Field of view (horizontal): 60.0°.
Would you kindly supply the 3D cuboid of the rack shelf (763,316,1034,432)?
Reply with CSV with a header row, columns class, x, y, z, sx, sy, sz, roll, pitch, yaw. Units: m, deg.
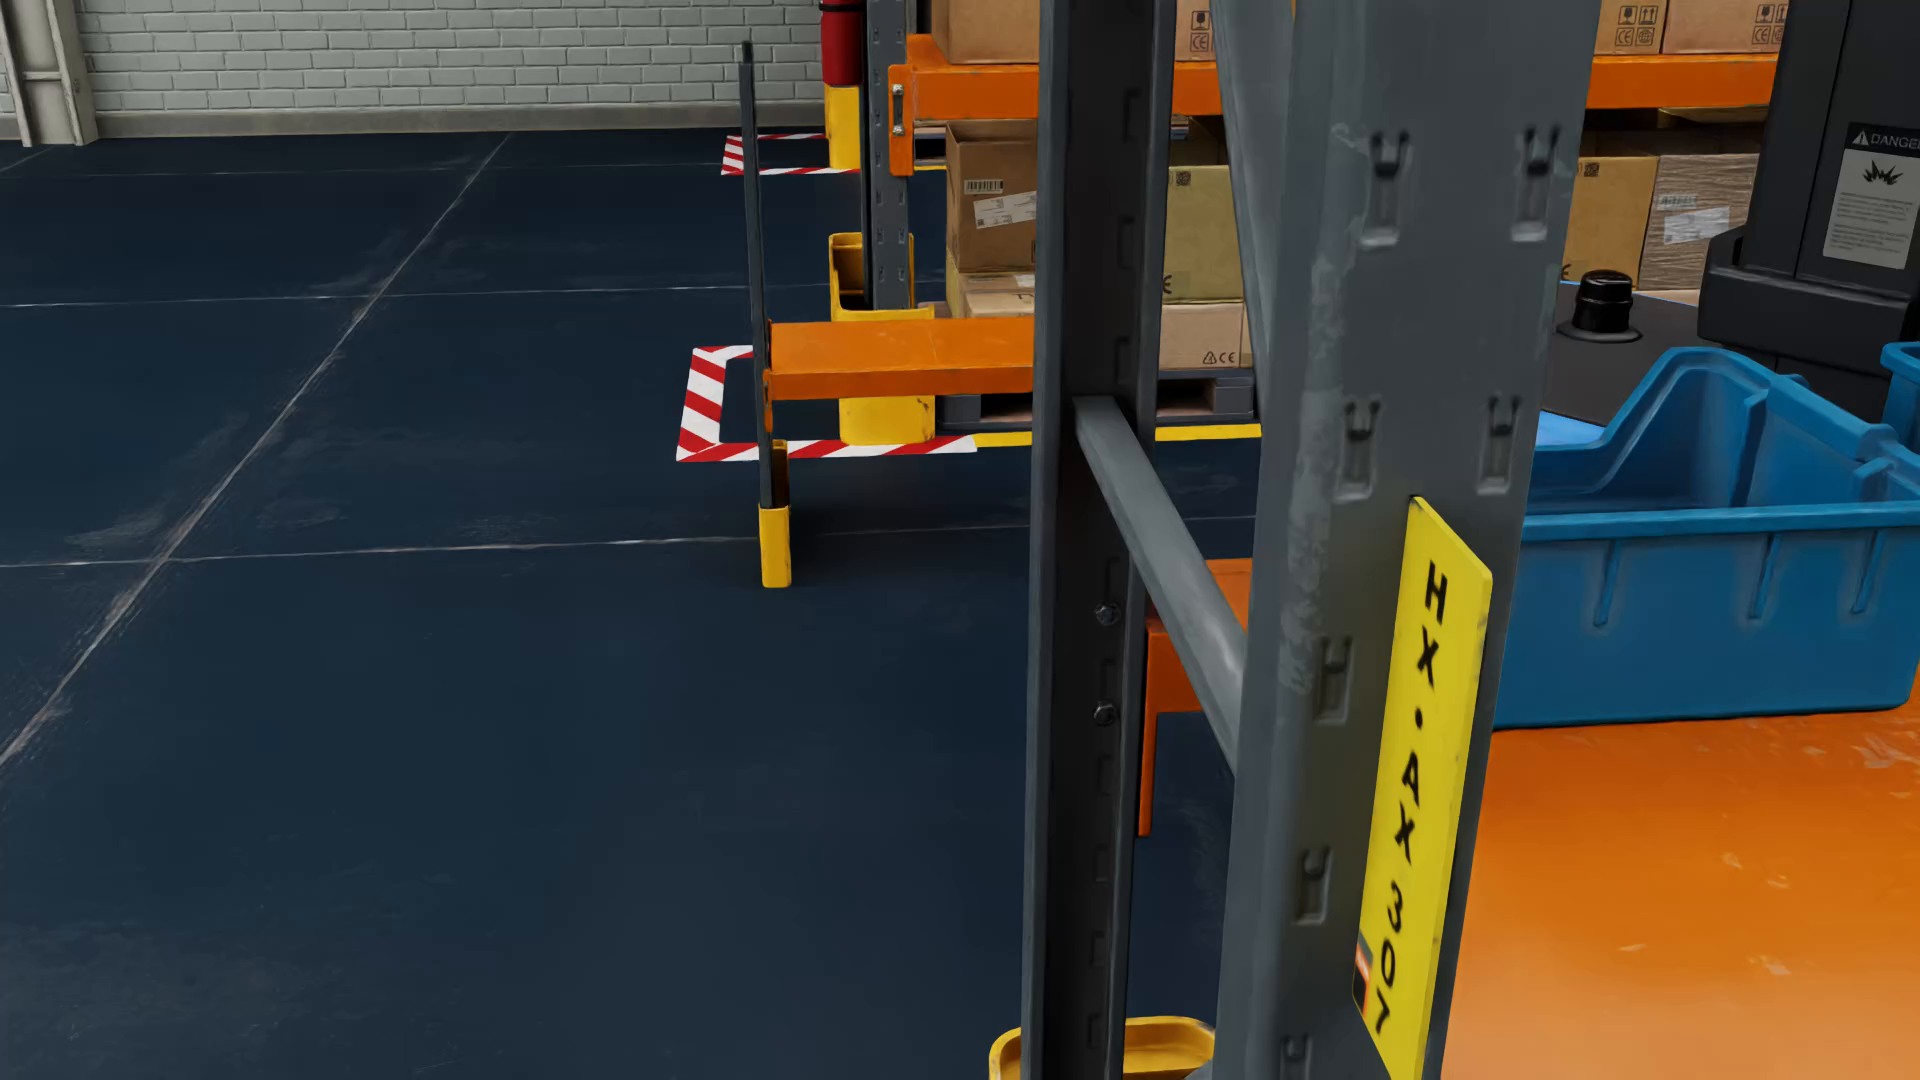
class,x,y,z,sx,sy,sz,roll,pitch,yaw
rack shelf,-0.085,-0.518,5.011,1.000,0.185,0.538,-2,24,-5

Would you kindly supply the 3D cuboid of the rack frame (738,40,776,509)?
class,x,y,z,sx,sy,sz,roll,pitch,yaw
rack frame,-0.591,-0.662,4.892,0.032,1.500,0.500,-2,24,-5

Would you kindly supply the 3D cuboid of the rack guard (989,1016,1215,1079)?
class,x,y,z,sx,sy,sz,roll,pitch,yaw
rack guard,0.264,1.169,2.004,0.348,0.500,1.175,-2,24,-5

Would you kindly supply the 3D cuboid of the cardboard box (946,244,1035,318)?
class,x,y,z,sx,sy,sz,roll,pitch,yaw
cardboard box,0.215,-1.030,6.742,0.500,0.250,0.500,-2,24,-5

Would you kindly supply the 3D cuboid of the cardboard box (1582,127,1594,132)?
class,x,y,z,sx,sy,sz,roll,pitch,yaw
cardboard box,2.203,-1.459,6.785,0.500,0.500,0.500,-2,24,-5

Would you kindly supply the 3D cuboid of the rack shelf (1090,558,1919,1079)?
class,x,y,z,sx,sy,sz,roll,pitch,yaw
rack shelf,2.183,0.298,1.773,4.000,0.370,1.077,-2,24,-5

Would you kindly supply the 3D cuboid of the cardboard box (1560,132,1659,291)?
class,x,y,z,sx,sy,sz,roll,pitch,yaw
cardboard box,2.255,-1.248,6.309,0.500,0.500,0.500,-2,24,-5

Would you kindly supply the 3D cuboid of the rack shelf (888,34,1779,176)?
class,x,y,z,sx,sy,sz,roll,pitch,yaw
rack shelf,1.700,-1.704,6.277,4.000,0.370,1.077,-2,24,-5

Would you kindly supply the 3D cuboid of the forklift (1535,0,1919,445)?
class,x,y,z,sx,sy,sz,roll,pitch,yaw
forklift,2.122,-0.440,2.631,1.130,2.935,3.031,-21,32,-39

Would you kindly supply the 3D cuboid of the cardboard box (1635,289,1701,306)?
class,x,y,z,sx,sy,sz,roll,pitch,yaw
cardboard box,2.752,-0.926,6.508,0.500,0.250,0.500,-2,24,-5

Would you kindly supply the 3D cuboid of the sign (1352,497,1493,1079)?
class,x,y,z,sx,sy,sz,roll,pitch,yaw
sign,0.243,0.145,0.890,0.005,0.325,0.100,-2,24,-5

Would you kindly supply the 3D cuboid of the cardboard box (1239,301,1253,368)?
class,x,y,z,sx,sy,sz,roll,pitch,yaw
cardboard box,1.260,-0.861,6.363,0.500,0.250,0.500,-2,24,-5

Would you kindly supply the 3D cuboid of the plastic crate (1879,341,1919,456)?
class,x,y,z,sx,sy,sz,roll,pitch,yaw
plastic crate,1.309,-0.048,1.847,0.408,0.251,0.499,-2,24,-5

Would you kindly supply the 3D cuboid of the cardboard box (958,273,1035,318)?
class,x,y,z,sx,sy,sz,roll,pitch,yaw
cardboard box,0.265,-0.820,6.271,0.500,0.250,0.500,-2,24,-5

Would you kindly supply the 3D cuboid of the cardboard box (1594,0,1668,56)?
class,x,y,z,sx,sy,sz,roll,pitch,yaw
cardboard box,2.226,-2.096,6.150,0.500,0.500,0.700,-2,24,-4

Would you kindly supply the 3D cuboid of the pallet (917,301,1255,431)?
class,x,y,z,sx,sy,sz,roll,pitch,yaw
pallet,0.467,-0.727,6.625,1.213,0.211,1.003,-2,24,-5

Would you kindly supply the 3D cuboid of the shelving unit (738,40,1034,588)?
class,x,y,z,sx,sy,sz,roll,pitch,yaw
shelving unit,-0.076,-0.682,4.939,1.083,1.500,0.587,-2,24,-5

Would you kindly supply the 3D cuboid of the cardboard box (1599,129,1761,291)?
class,x,y,z,sx,sy,sz,roll,pitch,yaw
cardboard box,2.752,-1.269,6.357,0.500,0.500,0.500,-2,24,-5

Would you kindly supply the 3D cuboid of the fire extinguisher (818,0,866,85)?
class,x,y,z,sx,sy,sz,roll,pitch,yaw
fire extinguisher,-0.453,-2.101,6.379,0.183,0.674,0.296,-2,24,-5

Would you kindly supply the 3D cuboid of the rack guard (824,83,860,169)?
class,x,y,z,sx,sy,sz,roll,pitch,yaw
rack guard,-0.705,-2.816,10.971,0.348,0.500,1.175,-2,24,-5

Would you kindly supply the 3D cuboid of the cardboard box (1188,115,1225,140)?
class,x,y,z,sx,sy,sz,roll,pitch,yaw
cardboard box,1.208,-1.419,6.694,0.500,0.500,0.500,-2,24,-5

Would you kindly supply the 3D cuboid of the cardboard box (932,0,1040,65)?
class,x,y,z,sx,sy,sz,roll,pitch,yaw
cardboard box,0.176,-2.012,5.962,0.500,0.500,0.700,-2,24,-5

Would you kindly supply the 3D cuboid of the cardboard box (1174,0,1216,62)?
class,x,y,z,sx,sy,sz,roll,pitch,yaw
cardboard box,0.698,-2.035,6.013,0.500,0.500,0.700,-2,24,-4

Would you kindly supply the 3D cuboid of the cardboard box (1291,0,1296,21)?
class,x,y,z,sx,sy,sz,roll,pitch,yaw
cardboard box,1.193,-2.053,6.052,0.500,0.500,0.700,-2,24,-5

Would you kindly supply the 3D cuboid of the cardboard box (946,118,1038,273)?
class,x,y,z,sx,sy,sz,roll,pitch,yaw
cardboard box,0.214,-1.373,6.591,0.500,0.500,0.500,-2,24,-5

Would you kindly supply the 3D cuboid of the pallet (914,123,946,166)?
class,x,y,z,sx,sy,sz,roll,pitch,yaw
pallet,0.107,-2.702,11.070,1.213,0.211,1.003,-2,24,-5

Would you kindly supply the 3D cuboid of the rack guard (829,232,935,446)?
class,x,y,z,sx,sy,sz,roll,pitch,yaw
rack guard,-0.314,-0.810,6.457,0.348,0.500,1.175,-2,24,-5

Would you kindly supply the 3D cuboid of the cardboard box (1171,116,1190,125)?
class,x,y,z,sx,sy,sz,roll,pitch,yaw
cardboard box,1.219,-3.037,10.926,0.500,0.500,0.700,-4,24,-8

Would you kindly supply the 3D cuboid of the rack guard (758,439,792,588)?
class,x,y,z,sx,sy,sz,roll,pitch,yaw
rack guard,-0.571,-0.091,5.148,0.087,0.250,0.587,-2,24,-5

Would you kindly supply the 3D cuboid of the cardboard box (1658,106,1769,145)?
class,x,y,z,sx,sy,sz,roll,pitch,yaw
cardboard box,3.198,-1.499,6.875,0.500,0.500,0.500,-2,24,-5

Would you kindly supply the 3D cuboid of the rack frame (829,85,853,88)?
class,x,y,z,sx,sy,sz,roll,pitch,yaw
rack frame,-0.781,-3.955,10.456,0.127,3.000,1.000,-2,24,-5

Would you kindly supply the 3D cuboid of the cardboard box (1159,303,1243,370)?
class,x,y,z,sx,sy,sz,roll,pitch,yaw
cardboard box,0.763,-0.842,6.319,0.500,0.250,0.500,-2,24,-5

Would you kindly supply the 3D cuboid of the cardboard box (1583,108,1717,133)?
class,x,y,z,sx,sy,sz,roll,pitch,yaw
cardboard box,2.701,-1.476,6.823,0.500,0.500,0.500,-2,24,-5

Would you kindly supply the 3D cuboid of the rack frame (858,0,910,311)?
class,x,y,z,sx,sy,sz,roll,pitch,yaw
rack frame,-0.290,-1.953,5.952,0.127,3.000,1.000,-2,24,-5

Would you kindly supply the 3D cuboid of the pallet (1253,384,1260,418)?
class,x,y,z,sx,sy,sz,roll,pitch,yaw
pallet,1.678,-0.774,6.731,1.213,0.211,1.003,-2,24,-5

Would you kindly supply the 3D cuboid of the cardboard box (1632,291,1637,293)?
class,x,y,z,sx,sy,sz,roll,pitch,yaw
cardboard box,2.256,-0.900,6.449,0.500,0.250,0.500,-2,24,-5

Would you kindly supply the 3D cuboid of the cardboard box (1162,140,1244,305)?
class,x,y,z,sx,sy,sz,roll,pitch,yaw
cardboard box,0.763,-1.184,6.165,0.500,0.500,0.500,-2,24,-5

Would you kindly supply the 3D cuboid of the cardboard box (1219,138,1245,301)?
class,x,y,z,sx,sy,sz,roll,pitch,yaw
cardboard box,1.259,-1.209,6.222,0.500,0.500,0.500,-2,24,-5

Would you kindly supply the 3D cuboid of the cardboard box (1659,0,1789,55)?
class,x,y,z,sx,sy,sz,roll,pitch,yaw
cardboard box,2.725,-2.115,6.192,0.500,0.500,0.700,-3,24,-6

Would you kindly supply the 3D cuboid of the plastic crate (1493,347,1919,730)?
class,x,y,z,sx,sy,sz,roll,pitch,yaw
plastic crate,0.662,-0.024,1.794,0.616,0.251,0.499,-2,24,-5

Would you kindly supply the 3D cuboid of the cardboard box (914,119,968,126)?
class,x,y,z,sx,sy,sz,roll,pitch,yaw
cardboard box,-0.083,-2.919,10.893,0.500,0.311,0.500,-5,24,-11

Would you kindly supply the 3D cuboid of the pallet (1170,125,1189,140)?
class,x,y,z,sx,sy,sz,roll,pitch,yaw
pallet,1.318,-2.750,11.177,1.213,0.211,1.003,-2,24,-5

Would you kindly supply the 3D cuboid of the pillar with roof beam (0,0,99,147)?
class,x,y,z,sx,sy,sz,roll,pitch,yaw
pillar with roof beam,-5.717,-5.095,5.633,0.400,9.000,9.100,-2,24,-5

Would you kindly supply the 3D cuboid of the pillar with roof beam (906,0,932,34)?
class,x,y,z,sx,sy,sz,roll,pitch,yaw
pillar with roof beam,0.254,-5.334,6.172,0.400,9.000,9.100,-2,24,-5
